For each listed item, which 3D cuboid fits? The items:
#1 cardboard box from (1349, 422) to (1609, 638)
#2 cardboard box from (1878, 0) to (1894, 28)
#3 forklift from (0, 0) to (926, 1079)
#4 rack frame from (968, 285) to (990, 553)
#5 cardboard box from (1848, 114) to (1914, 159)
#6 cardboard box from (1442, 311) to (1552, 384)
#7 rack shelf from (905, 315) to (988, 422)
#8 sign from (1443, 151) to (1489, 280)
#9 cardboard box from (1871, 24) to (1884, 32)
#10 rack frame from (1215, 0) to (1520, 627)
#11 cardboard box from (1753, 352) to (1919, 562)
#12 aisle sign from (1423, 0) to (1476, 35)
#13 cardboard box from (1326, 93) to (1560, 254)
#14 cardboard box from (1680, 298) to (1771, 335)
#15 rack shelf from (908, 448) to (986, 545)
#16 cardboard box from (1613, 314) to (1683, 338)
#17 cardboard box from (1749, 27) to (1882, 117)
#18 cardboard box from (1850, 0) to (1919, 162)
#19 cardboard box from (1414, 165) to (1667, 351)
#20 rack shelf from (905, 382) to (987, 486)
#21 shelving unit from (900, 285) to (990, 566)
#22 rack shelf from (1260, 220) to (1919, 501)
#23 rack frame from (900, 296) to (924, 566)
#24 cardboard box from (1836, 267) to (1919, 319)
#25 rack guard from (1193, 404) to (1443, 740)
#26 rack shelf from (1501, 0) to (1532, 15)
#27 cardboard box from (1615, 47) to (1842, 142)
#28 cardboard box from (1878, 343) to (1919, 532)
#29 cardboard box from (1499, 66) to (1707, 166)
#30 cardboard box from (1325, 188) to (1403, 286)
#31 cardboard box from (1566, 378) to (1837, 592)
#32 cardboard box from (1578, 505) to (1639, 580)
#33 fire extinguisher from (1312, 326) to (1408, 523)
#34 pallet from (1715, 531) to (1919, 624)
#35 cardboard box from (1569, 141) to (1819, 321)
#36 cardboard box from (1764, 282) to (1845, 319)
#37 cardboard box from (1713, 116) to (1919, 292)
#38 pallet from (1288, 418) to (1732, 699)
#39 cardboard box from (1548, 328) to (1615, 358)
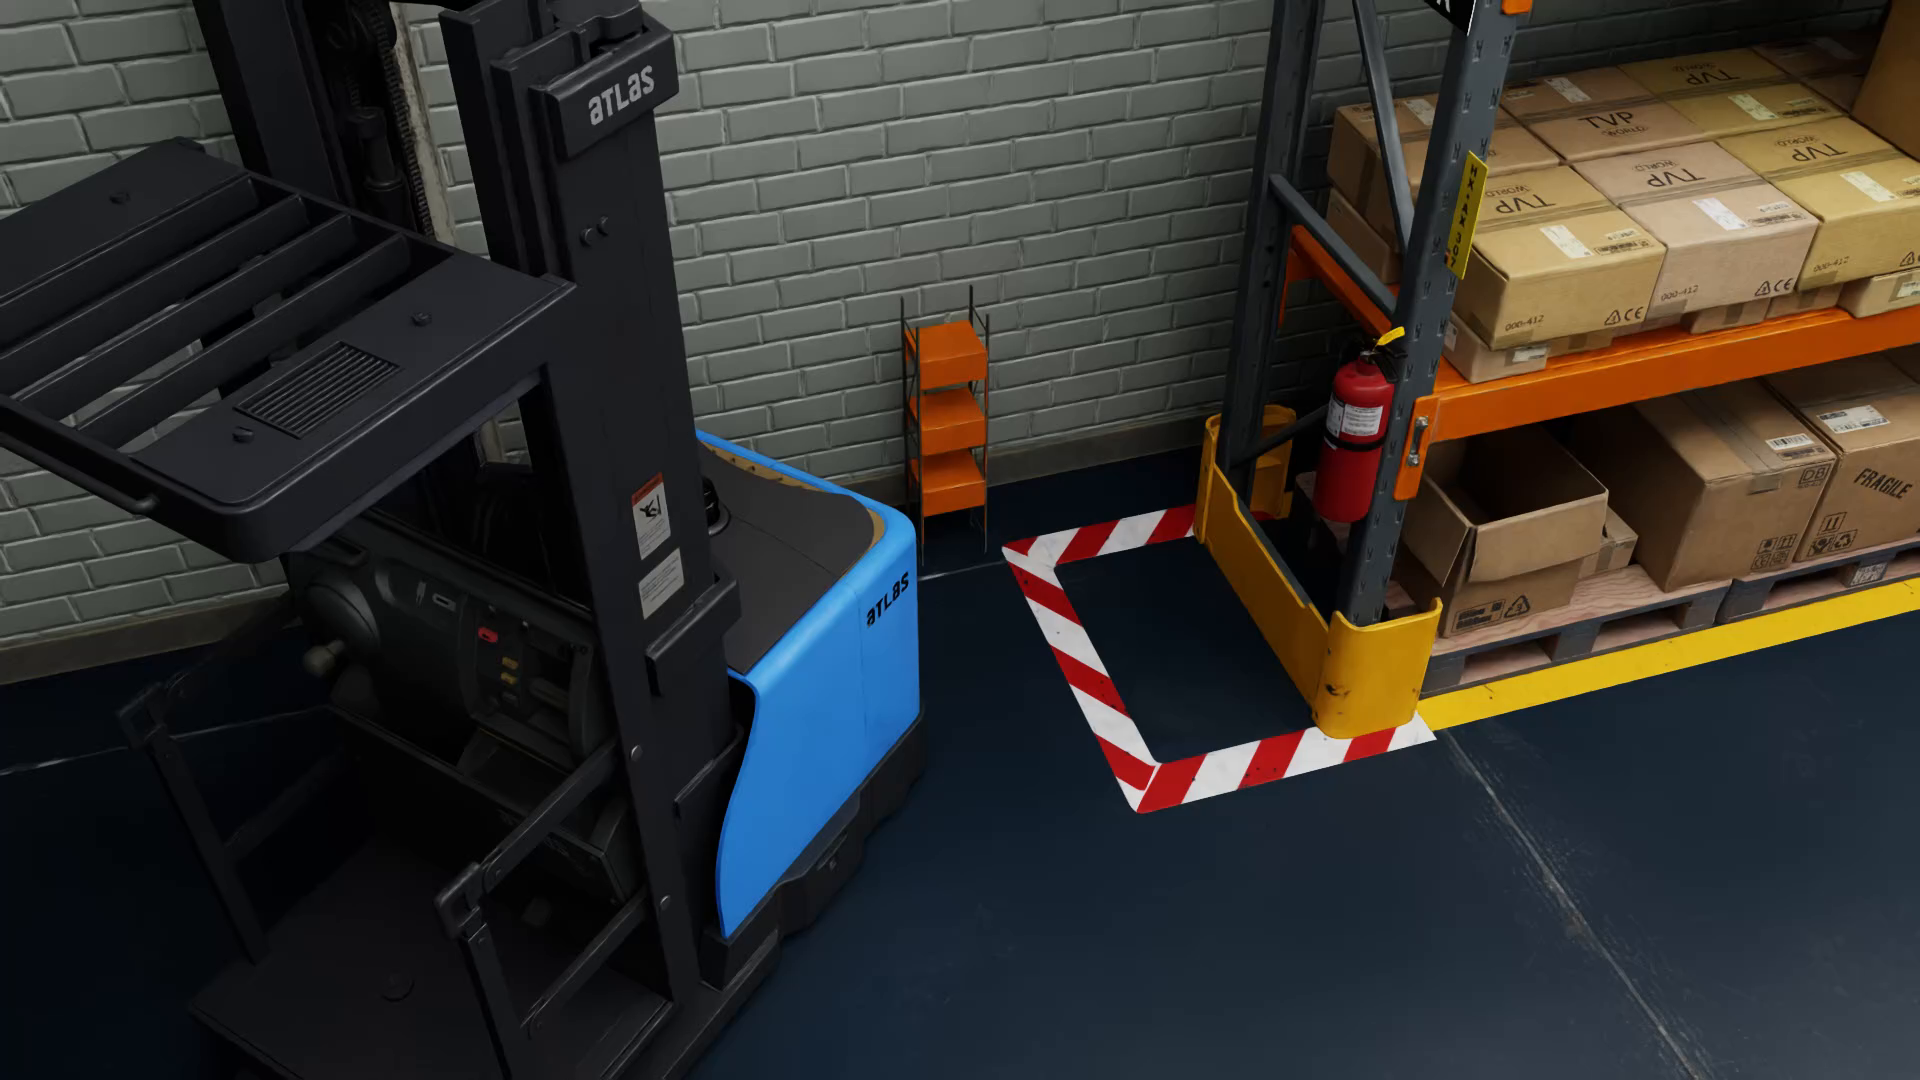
[{"bbox_3d":[1.743,-0.124,5.691,0.637,0.503,0.797,-13,43,-15],"label":"cardboard box"},{"bbox_3d":[3.446,-1.846,5.401,0.500,0.500,0.500,-13,43,-14],"label":"cardboard box"},{"bbox_3d":[-1.309,0.298,3.681,1.130,2.935,3.031,22,46,23],"label":"forklift"},{"bbox_3d":[0.065,-0.409,5.920,0.008,1.050,0.200,-12,42,-13],"label":"rack frame"},{"bbox_3d":[3.090,-1.137,5.160,0.500,0.250,0.500,-13,43,-14],"label":"cardboard box"},{"bbox_3d":[1.527,-0.643,4.897,0.250,0.149,0.380,-12,43,-13],"label":"cardboard box"},{"bbox_3d":[-0.051,-0.590,5.713,0.240,0.259,0.215,-12,42,-13],"label":"rack shelf"},{"bbox_3d":[1.294,-0.830,4.263,0.005,0.325,0.100,-12,42,-13],"label":"sign"},{"bbox_3d":[3.424,-1.558,5.642,0.500,0.250,0.500,-11,42,-12],"label":"cardboard box"},{"bbox_3d":[1.131,-0.845,4.937,0.127,3.000,1.000,-12,42,-13],"label":"rack frame"},{"bbox_3d":[3.104,-0.309,5.905,0.500,0.500,0.500,-11,42,-12],"label":"cardboard box"},{"bbox_3d":[1.154,-1.626,3.855,0.004,0.787,0.394,-12,42,-13],"label":"aisle sign"},{"bbox_3d":[1.490,-1.158,5.183,0.500,0.250,0.500,-11,42,-12],"label":"cardboard box"},{"bbox_3d":[2.256,-0.808,5.085,0.250,0.149,0.380,-10,42,-12],"label":"cardboard box"},{"bbox_3d":[-0.051,-0.168,6.082,0.240,0.259,0.215,-12,42,-13],"label":"rack shelf"},{"bbox_3d":[1.996,-0.796,5.072,0.250,0.149,0.380,-12,43,-14],"label":"cardboard box"},{"bbox_3d":[2.955,-1.457,5.526,0.500,0.250,0.500,-12,43,-13],"label":"cardboard box"},{"bbox_3d":[3.075,-1.400,4.891,0.500,0.500,0.500,-11,42,-12],"label":"cardboard box"},{"bbox_3d":[1.645,-0.821,4.798,0.500,0.250,0.500,-11,42,-13],"label":"cardboard box"},{"bbox_3d":[-0.051,-0.377,5.899,0.240,0.259,0.215,-12,42,-13],"label":"rack shelf"},{"bbox_3d":[-0.051,-0.385,5.892,0.252,1.050,0.215,-12,42,-13],"label":"shelving unit"},{"bbox_3d":[3.039,-0.969,5.626,4.000,0.370,1.077,-12,42,-13],"label":"rack shelf"},{"bbox_3d":[-0.167,-0.361,5.865,0.008,1.050,0.200,-12,42,-13],"label":"rack frame"},{"bbox_3d":[2.771,-0.866,5.153,0.250,0.149,0.380,-13,43,-14],"label":"cardboard box"},{"bbox_3d":[1.204,0.082,5.777,0.348,0.500,1.175,-12,42,-13],"label":"rack guard"},{"bbox_3d":[3.039,-2.099,4.639,4.000,0.370,1.077,-12,42,-13],"label":"rack shelf"},{"bbox_3d":[2.456,-1.354,5.408,0.500,0.250,0.500,-10,42,-12],"label":"cardboard box"},{"bbox_3d":[3.560,-0.473,6.092,0.500,0.500,0.700,-13,43,-15],"label":"cardboard box"},{"bbox_3d":[1.982,-1.259,5.299,0.500,0.250,0.500,-12,42,-13],"label":"cardboard box"},{"bbox_3d":[1.367,-0.984,5.288,0.250,0.149,0.380,-12,43,-14],"label":"cardboard box"},{"bbox_3d":[2.570,-0.268,5.857,0.500,0.500,0.700,-10,42,-11],"label":"cardboard box"},{"bbox_3d":[2.160,-0.050,5.875,0.250,0.149,0.380,-13,43,-15],"label":"cardboard box"},{"bbox_3d":[1.130,-0.356,4.720,0.183,0.674,0.296,-12,42,-13],"label":"fire extinguisher"},{"bbox_3d":[3.125,-0.206,6.326,1.213,0.211,1.003,-12,42,-13],"label":"pallet"},{"bbox_3d":[2.126,-0.921,4.912,0.500,0.250,0.500,-11,42,-13],"label":"cardboard box"},{"bbox_3d":[2.507,-0.864,5.150,0.250,0.149,0.380,-11,42,-12],"label":"cardboard box"},{"bbox_3d":[2.608,-1.023,5.029,0.500,0.250,0.500,-12,43,-14],"label":"cardboard box"},{"bbox_3d":[1.964,0.032,6.053,1.213,0.211,1.003,-12,42,-13],"label":"pallet"},{"bbox_3d":[1.756,-0.722,4.988,0.250,0.149,0.380,-11,42,-12],"label":"cardboard box"}]
